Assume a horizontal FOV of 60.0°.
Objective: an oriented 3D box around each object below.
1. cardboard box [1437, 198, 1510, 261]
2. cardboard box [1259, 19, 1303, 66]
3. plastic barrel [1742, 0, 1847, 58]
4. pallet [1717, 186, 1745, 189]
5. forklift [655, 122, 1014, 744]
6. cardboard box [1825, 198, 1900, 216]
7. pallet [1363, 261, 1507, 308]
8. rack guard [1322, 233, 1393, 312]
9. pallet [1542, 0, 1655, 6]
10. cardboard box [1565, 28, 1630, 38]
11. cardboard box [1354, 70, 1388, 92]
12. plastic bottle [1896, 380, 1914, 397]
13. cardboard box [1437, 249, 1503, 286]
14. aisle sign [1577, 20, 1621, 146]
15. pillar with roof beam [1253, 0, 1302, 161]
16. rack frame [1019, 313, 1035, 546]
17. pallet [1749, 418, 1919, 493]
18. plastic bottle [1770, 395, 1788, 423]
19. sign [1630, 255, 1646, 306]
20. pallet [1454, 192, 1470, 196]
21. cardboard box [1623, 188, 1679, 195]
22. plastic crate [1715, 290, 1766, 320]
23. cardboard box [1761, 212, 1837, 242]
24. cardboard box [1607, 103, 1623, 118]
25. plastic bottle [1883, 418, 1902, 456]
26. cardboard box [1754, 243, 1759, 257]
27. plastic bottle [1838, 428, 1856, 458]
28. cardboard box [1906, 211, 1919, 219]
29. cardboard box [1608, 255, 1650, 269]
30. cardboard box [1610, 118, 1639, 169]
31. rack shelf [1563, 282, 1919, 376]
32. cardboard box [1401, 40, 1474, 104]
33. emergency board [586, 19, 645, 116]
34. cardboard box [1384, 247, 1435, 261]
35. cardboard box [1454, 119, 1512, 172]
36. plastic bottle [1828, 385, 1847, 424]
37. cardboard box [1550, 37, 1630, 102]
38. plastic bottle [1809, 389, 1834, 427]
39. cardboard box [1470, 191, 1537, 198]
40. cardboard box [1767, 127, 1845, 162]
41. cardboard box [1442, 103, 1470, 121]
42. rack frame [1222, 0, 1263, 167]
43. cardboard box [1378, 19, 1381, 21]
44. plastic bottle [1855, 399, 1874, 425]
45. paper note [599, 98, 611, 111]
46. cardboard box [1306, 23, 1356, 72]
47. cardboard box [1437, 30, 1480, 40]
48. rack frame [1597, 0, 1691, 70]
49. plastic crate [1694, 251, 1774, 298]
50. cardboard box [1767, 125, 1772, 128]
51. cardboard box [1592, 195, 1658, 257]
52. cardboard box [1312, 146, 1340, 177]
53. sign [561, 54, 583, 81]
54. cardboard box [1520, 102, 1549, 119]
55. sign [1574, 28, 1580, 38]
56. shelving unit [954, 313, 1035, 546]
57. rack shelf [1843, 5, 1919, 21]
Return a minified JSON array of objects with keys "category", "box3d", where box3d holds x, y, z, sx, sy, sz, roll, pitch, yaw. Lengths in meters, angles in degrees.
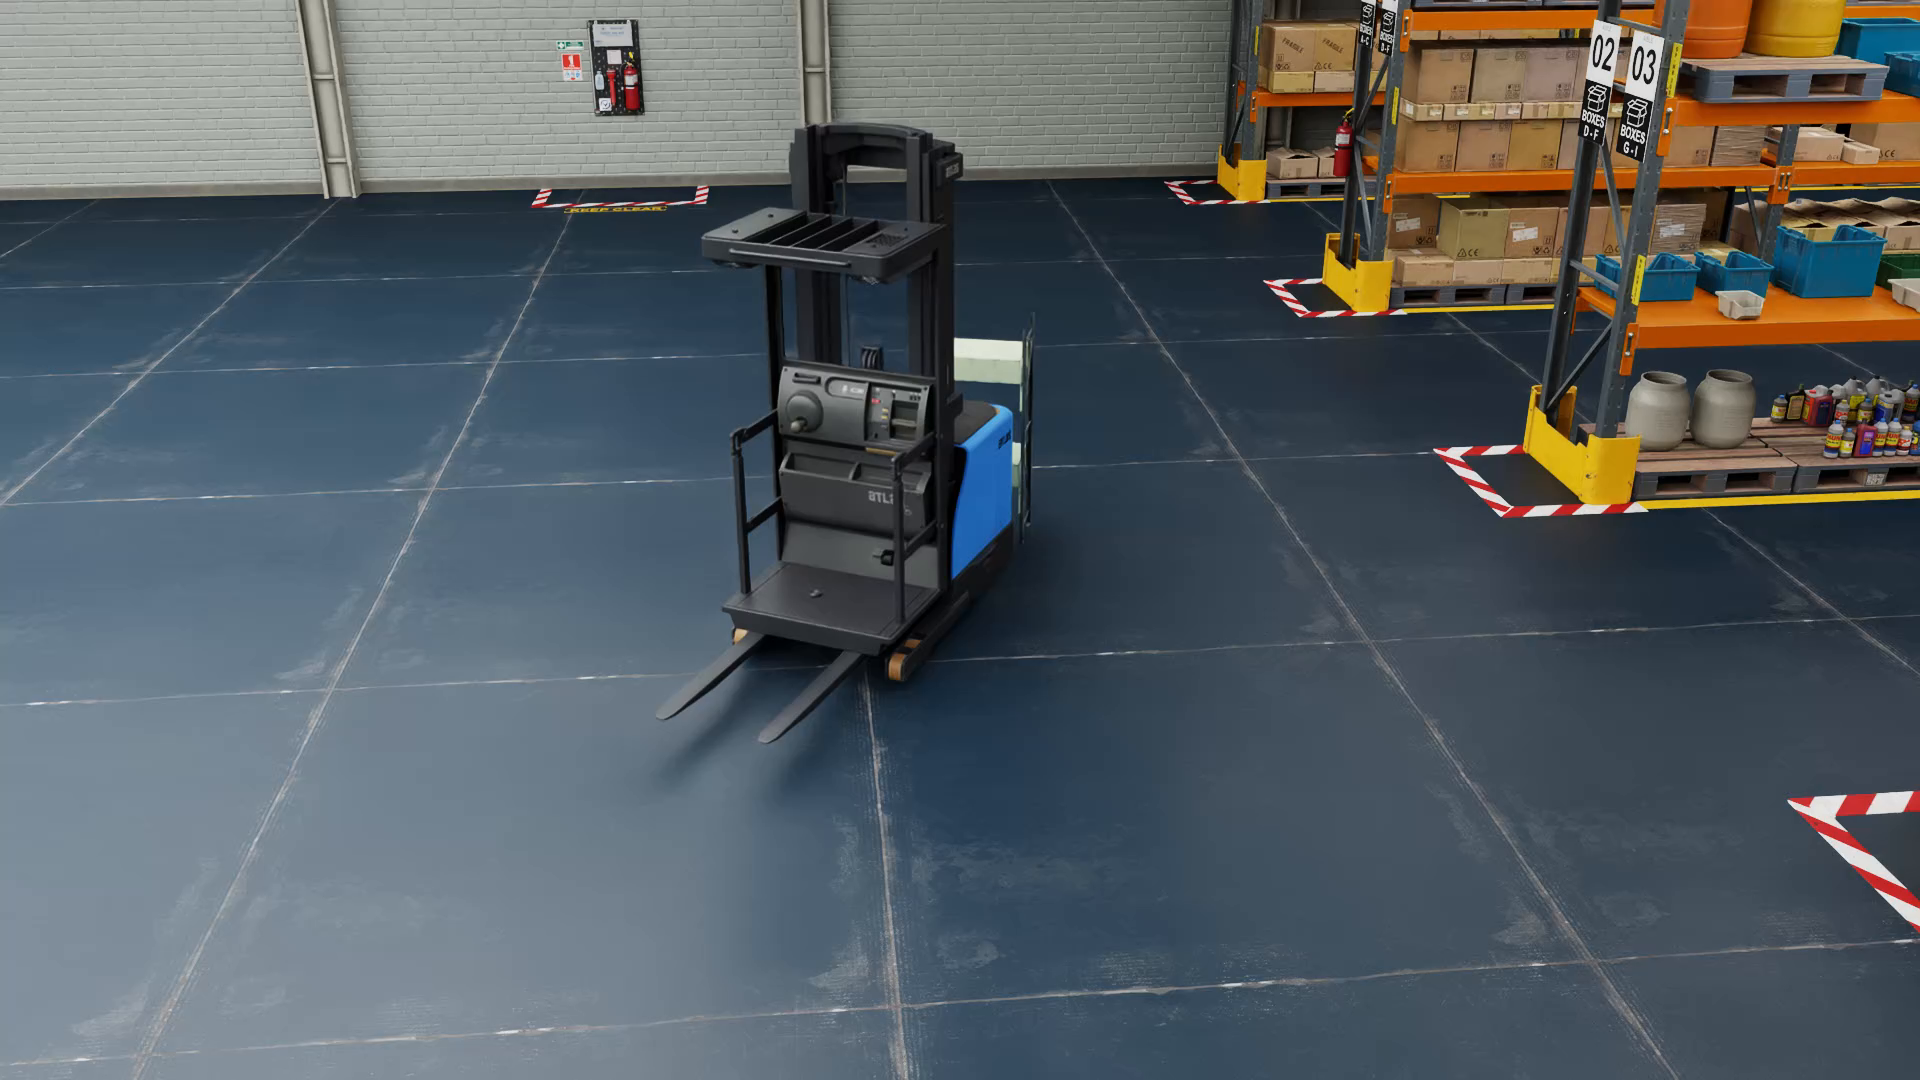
[{"category":"cardboard box","box3d":[5.059,-3.068,16.405,0.500,0.500,0.500,-2,24,-5]},{"category":"cardboard box","box3d":[3.964,-6.228,20.806,0.500,0.500,0.500,-3,24,-6]},{"category":"plastic barrel","box3d":[5.612,-3.581,11.172,0.600,0.588,0.600,0,24,0]},{"category":"pallet","box3d":[9.488,-4.807,21.806,1.213,0.211,1.003,-2,24,-5]},{"category":"forklift","box3d":[-0.690,-0.728,9.279,1.130,2.935,3.031,10,26,21]},{"category":"cardboard box","box3d":[9.376,-3.364,17.303,0.500,0.311,0.500,-2,24,-5]},{"category":"pallet","box3d":[4.763,-2.611,16.865,1.213,0.211,1.003,-2,24,-5]},{"category":"rack guard","box3d":[3.983,-2.695,16.698,0.348,0.500,1.175,-2,24,-5]},{"category":"pallet","box3d":[5.929,-5.236,15.753,1.213,0.211,1.003,-2,24,-5]},{"category":"cardboard box","box3d":[8.006,-6.253,20.961,0.500,0.500,0.700,-2,24,-5]},{"category":"cardboard box","box3d":[5.056,-5.716,20.578,0.500,0.250,0.500,-3,24,-6]},{"category":"plastic bottle","box3d":[7.270,-1.093,12.820,0.133,0.283,0.061,-1,24,-3]},{"category":"cardboard box","box3d":[5.059,-2.726,16.559,0.500,0.250,0.500,-2,24,-5]},{"category":"aisle sign","box3d":[4.389,-3.141,11.423,0.004,0.787,0.394,-2,24,-5]},{"category":"pillar with roof beam","box3d":[4.551,-7.219,16.413,0.400,9.000,9.100,-2,24,-5]},{"category":"rack frame","box3d":[0.443,-0.725,11.034,0.023,1.500,0.400,4,24,9]},{"category":"pallet","box3d":[6.581,-0.661,12.478,1.213,0.211,1.003,-2,24,-5]},{"category":"plastic bottle","box3d":[6.274,-1.009,12.730,0.097,0.201,0.097,0,24,0]},{"category":"sign","box3d":[4.539,-1.740,11.130,0.005,0.325,0.100,-2,24,-5]},{"category":"pallet","box3d":[6.832,-4.685,21.530,1.213,0.211,1.003,-2,24,-5]},{"category":"cardboard box","box3d":[6.998,-3.361,17.063,0.500,0.500,0.500,-2,24,-5]},{"category":"plastic crate","box3d":[5.412,-1.621,11.529,0.250,0.136,0.298,-2,24,-5]},{"category":"cardboard box","box3d":[8.423,-3.105,16.721,0.500,0.311,0.500,-2,24,-5]},{"category":"cardboard box","box3d":[6.210,-4.181,16.041,0.250,0.149,0.380,-2,24,-3]},{"category":"plastic bottle","box3d":[6.765,-0.754,12.071,0.097,0.271,0.097,0,24,0]},{"category":"cardboard box","box3d":[8.413,-2.849,16.835,0.500,0.250,0.500,-3,24,-6]},{"category":"plastic bottle","box3d":[6.427,-0.709,12.055,0.097,0.201,0.097,0,24,0]},{"category":"cardboard box","box3d":[9.953,-3.167,16.860,0.500,0.311,0.500,-2,24,-4]},{"category":"cardboard box","box3d":[6.552,-2.784,16.690,0.500,0.250,0.500,-2,24,-5]},{"category":"cardboard box","box3d":[6.522,-3.981,16.391,0.500,0.500,0.700,-2,24,-4]},{"category":"rack shelf","box3d":[6.480,-1.587,12.013,4.000,0.370,1.077,-2,24,-5]},{"category":"cardboard box","box3d":[4.525,-4.492,15.943,0.500,0.500,0.700,-2,24,-5]},{"category":"emergency board","box3d":[-4.307,-5.895,20.820,0.643,1.169,0.194,-2,24,-5]},{"category":"cardboard box","box3d":[4.511,-2.914,16.982,0.500,0.250,0.500,-2,24,-5]},{"category":"cardboard box","box3d":[4.994,-3.920,16.254,0.500,0.500,0.700,-2,24,-4]},{"category":"plastic bottle","box3d":[6.666,-1.047,12.725,0.135,0.276,0.152,-3,24,-7]},{"category":"cardboard box","box3d":[6.048,-4.556,16.087,0.500,0.500,0.700,-2,24,-5]},{"category":"plastic bottle","box3d":[6.539,-1.002,12.614,0.133,0.283,0.061,-2,24,-5]},{"category":"cardboard box","box3d":[5.505,-3.304,16.935,0.500,0.500,0.500,-2,24,-5]},{"category":"cardboard box","box3d":[8.473,-3.967,16.666,0.500,0.250,0.500,-1,24,-2]},{"category":"cardboard box","box3d":[4.681,-4.120,15.906,0.250,0.149,0.380,-3,24,-7]},{"category":"rack frame","box3d":[3.516,-5.840,20.696,0.127,3.000,1.000,-2,24,-5]},{"category":"cardboard box","box3d":[5.481,-6.287,20.938,0.500,0.500,0.500,-2,24,-4]},{"category":"plastic bottle","box3d":[6.886,-0.974,12.653,0.097,0.201,0.097,0,24,0]},{"category":"paper note","box3d":[-4.490,-5.513,21.046,0.142,0.148,0.016,-2,24,-5]},{"category":"cardboard box","box3d":[4.513,-6.037,20.375,0.500,0.500,0.500,-2,24,-5]},{"category":"cardboard box","box3d":[6.058,-6.101,20.521,0.500,0.500,0.500,-3,24,-7]},{"category":"rack frame","box3d":[4.490,-4.577,10.469,0.127,3.000,1.000,-2,24,-5]},{"category":"plastic crate","box3d":[5.605,-1.932,12.088,0.408,0.251,0.499,-2,24,-5]},{"category":"cardboard box","box3d":[10.192,-5.514,21.575,0.500,0.250,0.500,-2,24,-4]},{"category":"cardboard box","box3d":[6.551,-3.132,16.549,0.500,0.500,0.500,-2,24,-5]},{"category":"cardboard box","box3d":[4.781,-4.827,21.185,0.500,0.311,0.500,0,24,-1]},{"category":"sign","box3d":[-4.867,-5.931,20.857,0.234,0.329,0.001,-2,24,-5]},{"category":"cardboard box","box3d":[5.445,-4.151,15.974,0.250,0.149,0.380,-3,24,-7]},{"category":"sign","box3d":[7.557,-6.176,20.387,0.005,0.325,0.100,-2,24,-5]},{"category":"shelving unit","box3d":[0.083,-0.751,11.093,0.755,1.500,0.431,4,24,9]},{"category":"rack shelf","box3d":[9.977,-5.120,16.268,4.000,0.370,1.077,-2,24,-5]}]
